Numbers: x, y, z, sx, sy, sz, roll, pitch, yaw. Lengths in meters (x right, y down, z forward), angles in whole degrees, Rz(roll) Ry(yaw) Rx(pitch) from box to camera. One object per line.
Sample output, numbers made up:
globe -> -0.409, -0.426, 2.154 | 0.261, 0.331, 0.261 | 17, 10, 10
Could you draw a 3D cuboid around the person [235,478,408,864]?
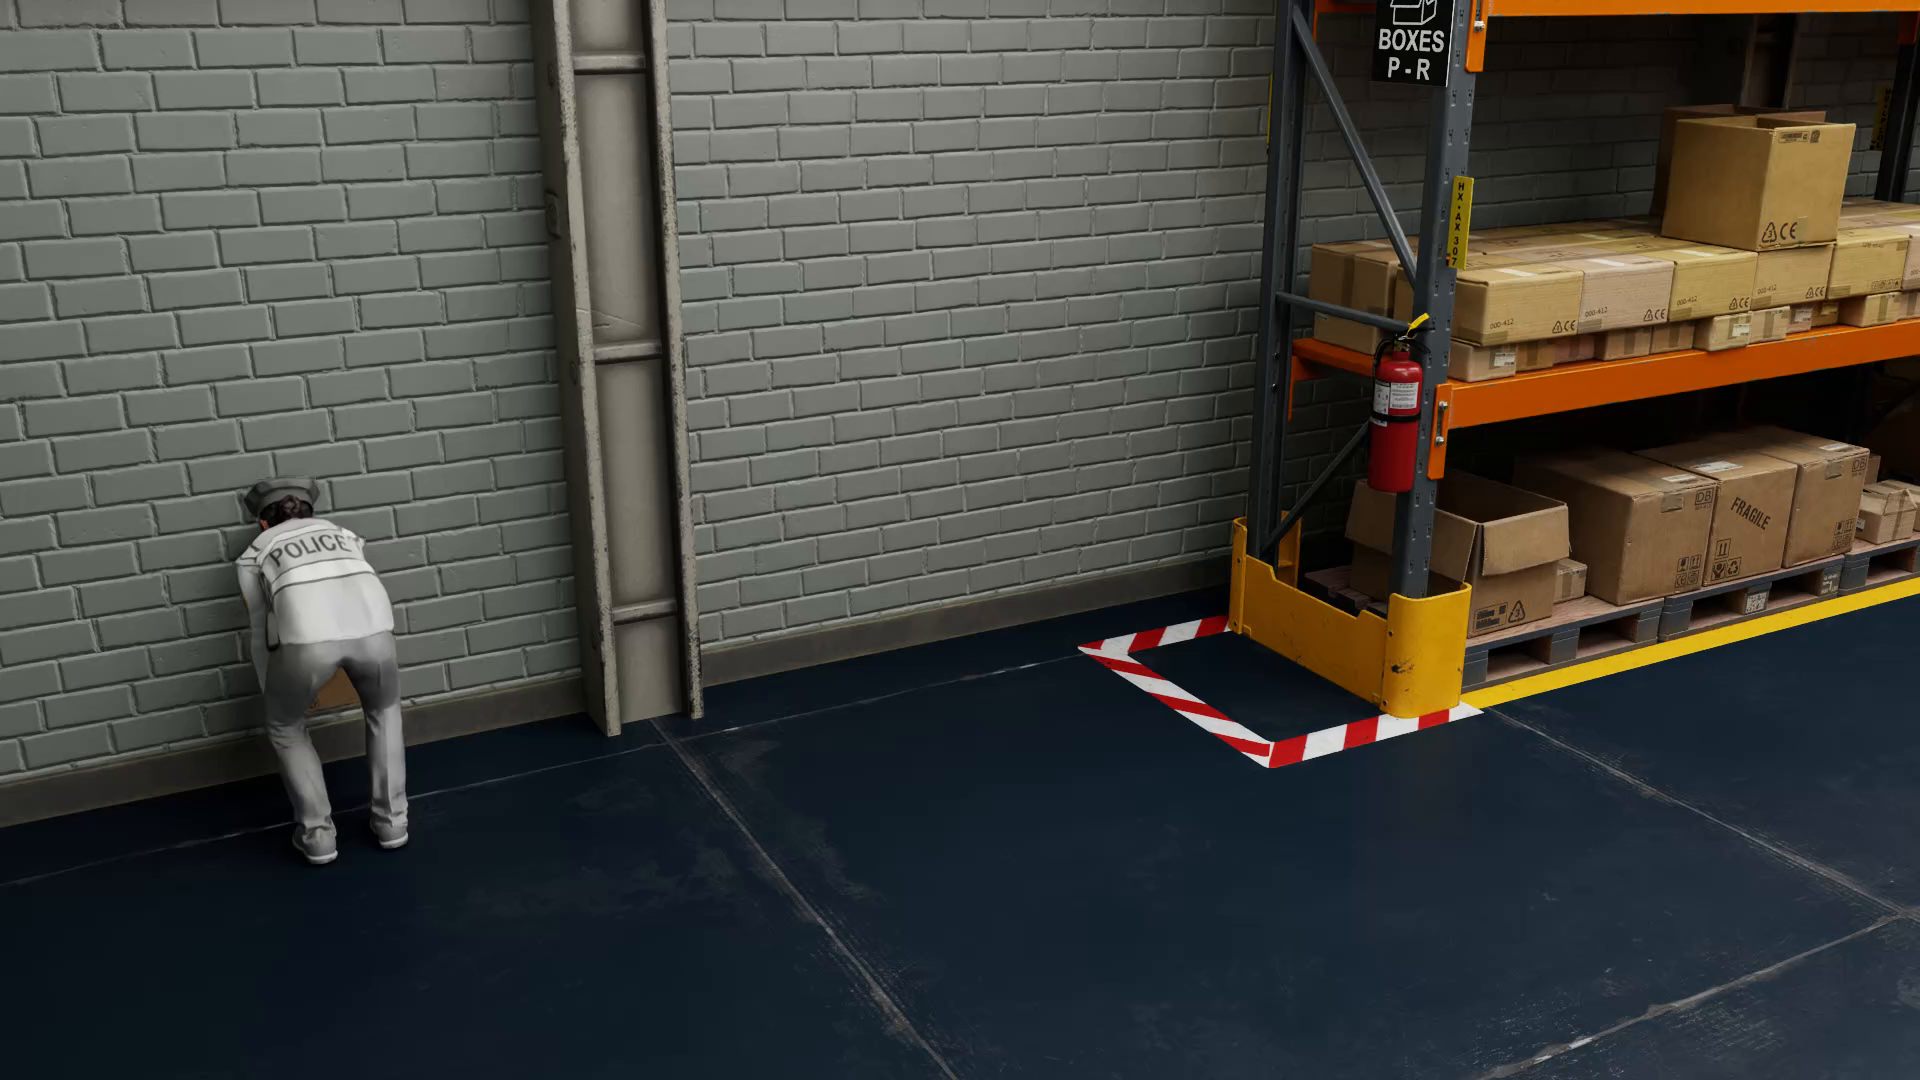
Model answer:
person -> -2.148, 0.417, 5.607 | 0.434, 1.168, 0.912 | -10, 21, -28
